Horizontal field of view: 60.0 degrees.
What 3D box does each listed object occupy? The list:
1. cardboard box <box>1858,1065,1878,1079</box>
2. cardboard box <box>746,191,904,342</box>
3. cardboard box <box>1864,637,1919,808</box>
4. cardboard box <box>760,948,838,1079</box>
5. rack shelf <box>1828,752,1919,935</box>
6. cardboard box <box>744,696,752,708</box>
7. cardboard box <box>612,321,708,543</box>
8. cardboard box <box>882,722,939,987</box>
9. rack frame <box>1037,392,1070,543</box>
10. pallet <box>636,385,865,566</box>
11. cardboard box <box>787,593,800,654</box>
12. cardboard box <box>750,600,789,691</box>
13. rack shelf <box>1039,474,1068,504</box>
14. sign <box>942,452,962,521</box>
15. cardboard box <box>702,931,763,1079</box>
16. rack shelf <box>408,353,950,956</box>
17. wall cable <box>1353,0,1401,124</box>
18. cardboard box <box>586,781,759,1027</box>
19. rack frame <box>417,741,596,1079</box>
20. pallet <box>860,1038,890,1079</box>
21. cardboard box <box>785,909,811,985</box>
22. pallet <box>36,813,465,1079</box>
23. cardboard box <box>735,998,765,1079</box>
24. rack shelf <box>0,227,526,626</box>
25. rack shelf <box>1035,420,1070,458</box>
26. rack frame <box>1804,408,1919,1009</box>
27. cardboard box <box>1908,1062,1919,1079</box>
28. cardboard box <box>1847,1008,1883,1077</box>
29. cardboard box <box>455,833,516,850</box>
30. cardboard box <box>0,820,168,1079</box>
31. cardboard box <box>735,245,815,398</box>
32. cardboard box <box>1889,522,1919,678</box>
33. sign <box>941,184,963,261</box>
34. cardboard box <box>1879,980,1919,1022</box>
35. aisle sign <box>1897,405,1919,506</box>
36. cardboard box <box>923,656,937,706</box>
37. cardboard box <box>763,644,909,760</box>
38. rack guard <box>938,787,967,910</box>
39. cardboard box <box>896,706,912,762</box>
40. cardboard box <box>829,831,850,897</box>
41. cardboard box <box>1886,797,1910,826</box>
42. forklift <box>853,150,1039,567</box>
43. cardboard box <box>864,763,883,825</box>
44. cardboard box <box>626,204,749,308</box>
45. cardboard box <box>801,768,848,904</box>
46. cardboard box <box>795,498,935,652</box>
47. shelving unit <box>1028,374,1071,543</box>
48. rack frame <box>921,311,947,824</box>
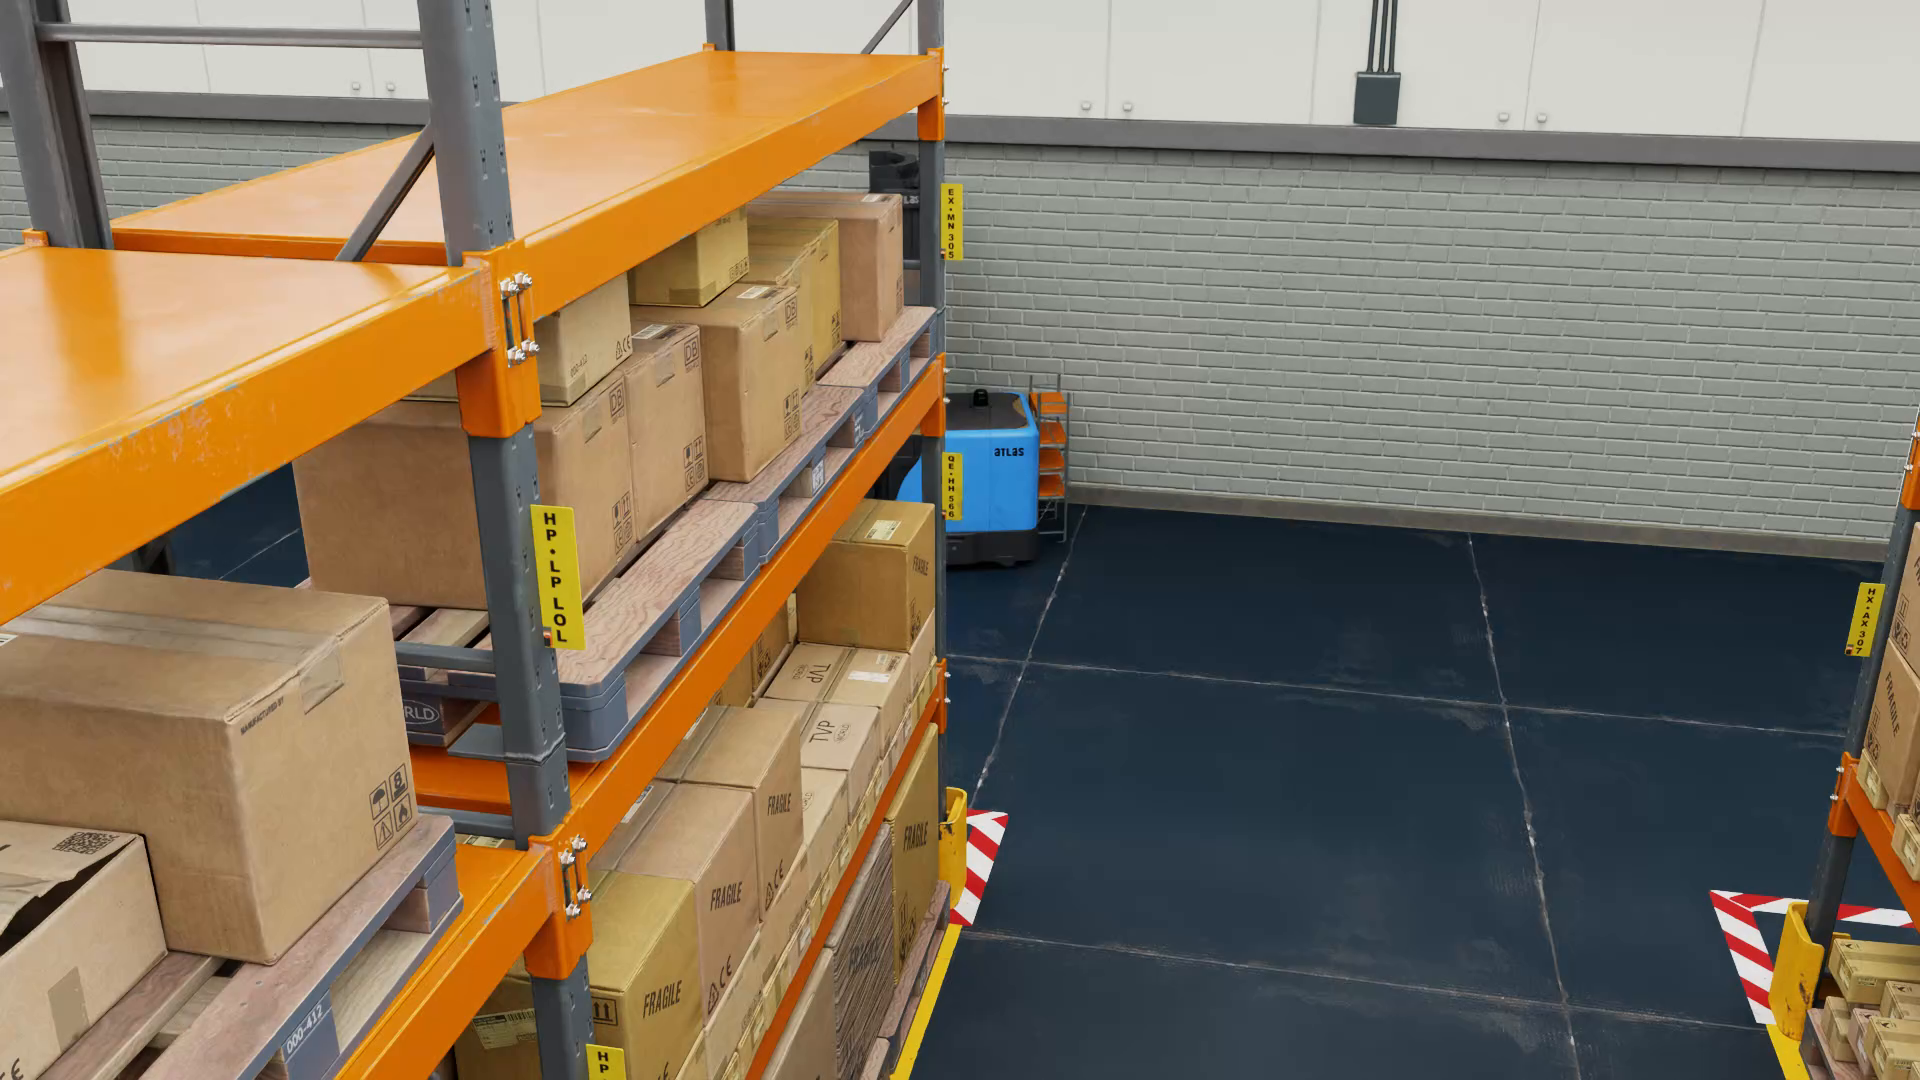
[{"bbox_3d":[3.875,2.170,6.705,0.380,0.149,0.250,4,22,11],"label":"cardboard box"},{"bbox_3d":[-0.621,-1.127,6.791,0.700,0.500,0.500,3,22,8],"label":"cardboard box"},{"bbox_3d":[3.906,0.732,6.489,0.500,0.500,0.500,6,23,13],"label":"cardboard box"},{"bbox_3d":[-0.987,2.047,6.037,0.875,0.875,0.875,4,22,11],"label":"cardboard box"},{"bbox_3d":[3.860,1.838,5.237,1.077,0.370,4.000,4,22,11],"label":"rack shelf"},{"bbox_3d":[-1.135,0.819,6.608,0.500,0.250,0.500,4,22,9],"label":"cardboard box"},{"bbox_3d":[-1.168,-0.345,4.850,0.700,0.500,0.500,6,23,14],"label":"cardboard box"},{"bbox_3d":[-0.619,1.389,7.672,0.875,0.875,0.875,4,22,11],"label":"cardboard box"},{"bbox_3d":[0.699,-0.537,12.581,0.240,1.200,0.015,-2,22,-5],"label":"rack frame"},{"bbox_3d":[-0.955,-0.273,5.619,1.003,0.211,1.213,4,22,11],"label":"pallet"},{"bbox_3d":[-0.929,0.445,7.537,0.500,0.250,0.500,4,22,9],"label":"cardboard box"},{"bbox_3d":[-1.031,0.280,6.943,0.500,0.500,0.500,4,22,10],"label":"cardboard box"},{"bbox_3d":[0.677,-0.381,12.906,0.258,0.148,0.480,-2,22,-5],"label":"rack shelf"},{"bbox_3d":[-0.039,-0.242,7.574,0.100,0.325,0.005,4,22,11],"label":"sign"},{"bbox_3d":[-0.924,1.419,5.117,0.500,0.250,0.500,4,22,11],"label":"cardboard box"},{"bbox_3d":[-0.975,0.032,5.707,1.077,0.370,4.000,4,22,11],"label":"rack shelf"},{"bbox_3d":[3.961,-5.722,10.710,2.277,5.999,0.120,4,22,11],"label":"wall cable"},{"bbox_3d":[-0.927,1.069,4.982,0.500,0.500,0.500,4,22,11],"label":"cardboard box"},{"bbox_3d":[-1.383,1.821,4.317,1.000,3.000,0.127,4,22,11],"label":"rack frame"},{"bbox_3d":[-0.905,2.395,6.625,1.003,0.211,1.213,4,22,11],"label":"pallet"},{"bbox_3d":[-0.733,1.381,5.747,0.380,0.149,0.250,5,22,12],"label":"cardboard box"},{"bbox_3d":[-1.522,0.857,2.951,0.805,0.209,1.217,4,22,9],"label":"pallet"},{"bbox_3d":[-0.838,1.566,5.287,0.380,0.149,0.250,4,22,9],"label":"cardboard box"},{"bbox_3d":[-1.791,0.289,1.589,1.077,0.370,4.000,4,22,11],"label":"rack shelf"},{"bbox_3d":[0.677,-0.773,12.749,0.258,0.148,0.480,-2,22,-5],"label":"rack shelf"},{"bbox_3d":[4.268,0.773,6.919,1.000,3.000,0.127,4,22,11],"label":"rack frame"},{"bbox_3d":[3.744,2.080,6.132,0.380,0.149,0.250,3,22,8],"label":"cardboard box"},{"bbox_3d":[3.799,2.031,6.652,0.380,0.149,0.250,4,22,11],"label":"cardboard box"},{"bbox_3d":[-1.445,1.033,5.072,0.500,0.500,0.500,5,22,11],"label":"cardboard box"},{"bbox_3d":[-1.695,0.670,2.716,0.500,0.311,0.500,4,22,9],"label":"cardboard box"},{"bbox_3d":[-0.911,-0.737,5.824,0.700,0.500,0.500,3,22,7],"label":"cardboard box"},{"bbox_3d":[3.917,0.269,6.300,0.500,0.500,0.500,4,22,11],"label":"cardboard box"},{"bbox_3d":[-0.039,-1.361,7.123,0.100,0.325,0.005,4,22,11],"label":"sign"},{"bbox_3d":[3.890,1.900,6.577,0.380,0.149,0.250,5,22,12],"label":"cardboard box"},{"bbox_3d":[3.989,-0.482,6.556,0.394,0.787,0.004,4,22,11],"label":"aisle sign"},{"bbox_3d":[-0.317,0.630,7.611,0.380,0.149,0.250,5,22,12],"label":"cardboard box"},{"bbox_3d":[-0.510,0.673,6.971,0.500,0.250,0.500,4,22,10],"label":"cardboard box"},{"bbox_3d":[-0.562,1.509,8.438,1.175,0.500,0.348,4,22,11],"label":"rack guard"},{"bbox_3d":[-0.421,0.817,7.145,0.380,0.149,0.250,5,22,11],"label":"cardboard box"},{"bbox_3d":[-0.629,1.189,6.223,0.380,0.149,0.250,5,22,12],"label":"cardboard box"},{"bbox_3d":[3.870,1.079,6.495,0.380,0.149,0.250,5,23,13],"label":"cardboard box"},{"bbox_3d":[-0.959,-1.298,12.154,3.031,2.935,1.130,-1,22,-4],"label":"forklift"},{"bbox_3d":[-0.524,1.004,6.683,0.380,0.149,0.250,4,22,10],"label":"cardboard box"},{"bbox_3d":[-0.989,-0.931,5.301,0.500,0.250,0.500,4,22,9],"label":"cardboard box"},{"bbox_3d":[-0.716,1.050,6.035,0.500,0.250,0.500,4,22,11],"label":"cardboard box"},{"bbox_3d":[-0.409,0.140,7.290,0.500,0.500,0.500,5,22,12],"label":"cardboard box"},{"bbox_3d":[0.677,-0.628,12.807,0.258,1.200,0.503,-2,22,-5],"label":"shelving unit"},{"bbox_3d":[-0.567,0.358,7.949,1.000,3.000,0.127,4,22,11],"label":"rack frame"}]
